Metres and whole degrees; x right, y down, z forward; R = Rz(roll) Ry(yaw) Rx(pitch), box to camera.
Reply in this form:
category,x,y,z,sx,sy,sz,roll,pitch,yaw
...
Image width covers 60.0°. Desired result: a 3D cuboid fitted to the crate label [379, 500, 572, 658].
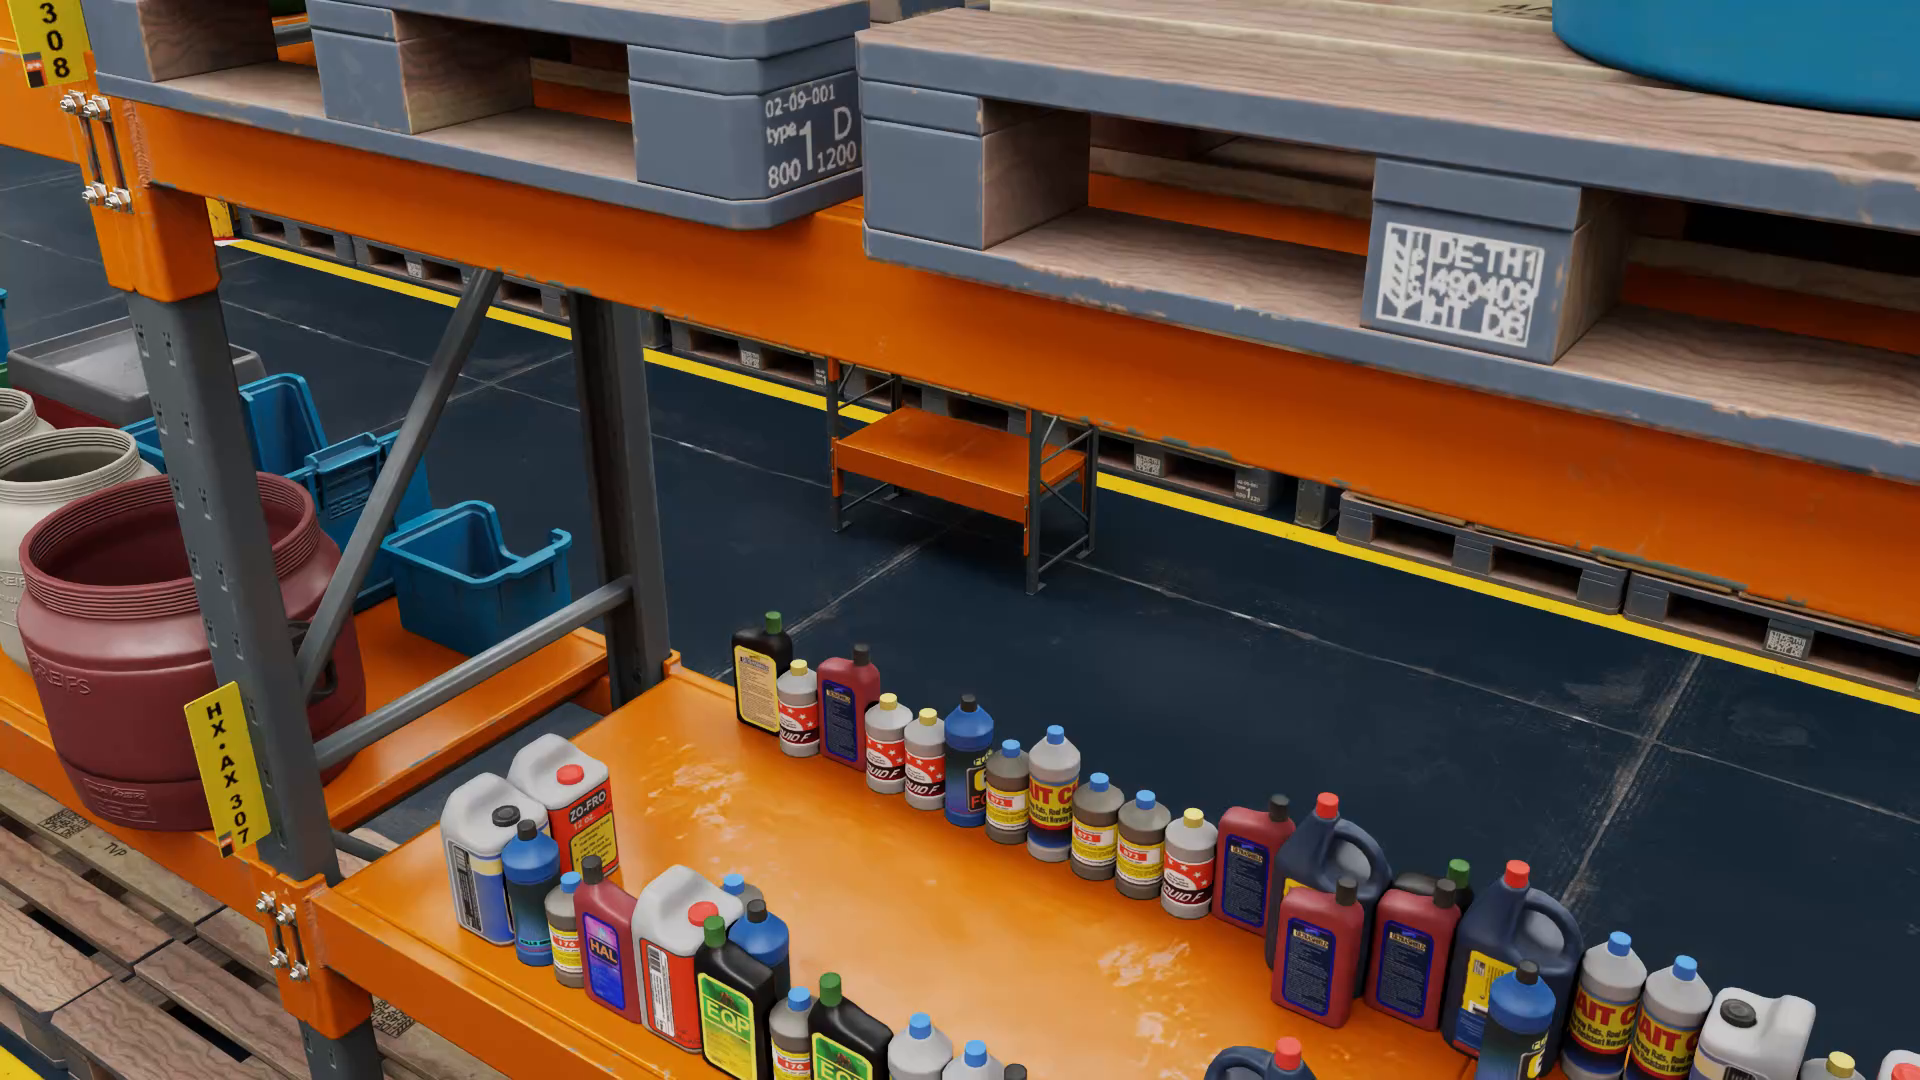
category,x,y,z,sx,sy,sz,roll,pitch,yaw
crate label,-1.128,0.102,3.926,0.416,0.233,0.303,17,32,30

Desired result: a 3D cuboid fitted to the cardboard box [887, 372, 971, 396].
category,x,y,z,sx,sy,sz,roll,pitch,yaw
cardboard box,-0.023,-0.973,8.423,0.500,0.250,0.500,18,32,31

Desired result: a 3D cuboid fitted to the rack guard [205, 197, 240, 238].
category,x,y,z,sx,sy,sz,roll,pitch,yaw
rack guard,-4.800,-2.521,11.653,0.348,0.500,1.175,17,32,30

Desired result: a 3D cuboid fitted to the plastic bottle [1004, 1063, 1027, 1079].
category,x,y,z,sx,sy,sz,roll,pitch,yaw
plastic bottle,0.107,0.874,2.354,0.133,0.283,0.061,17,32,30

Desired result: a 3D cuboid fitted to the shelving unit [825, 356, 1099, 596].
category,x,y,z,sx,sy,sz,roll,pitch,yaw
shelving unit,0.006,-0.500,6.991,1.048,1.125,0.538,17,32,30

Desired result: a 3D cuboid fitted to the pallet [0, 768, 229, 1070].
category,x,y,z,sx,sy,sz,roll,pitch,yaw
pallet,-2.611,0.992,5.068,1.213,0.211,1.003,17,32,30

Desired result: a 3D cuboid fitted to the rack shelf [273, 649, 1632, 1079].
category,x,y,z,sx,sy,sz,roll,pitch,yaw
rack shelf,0.655,1.110,2.554,4.000,0.370,1.077,17,32,30

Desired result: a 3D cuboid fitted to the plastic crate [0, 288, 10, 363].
category,x,y,z,sx,sy,sz,roll,pitch,yaw
plastic crate,-3.205,-0.577,5.094,0.575,0.384,0.392,17,32,30

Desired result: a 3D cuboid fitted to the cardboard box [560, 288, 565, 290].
category,x,y,z,sx,sy,sz,roll,pitch,yaw
cardboard box,-1.989,-1.601,9.657,0.500,0.250,0.500,17,32,30

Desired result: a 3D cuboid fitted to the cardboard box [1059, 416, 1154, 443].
category,x,y,z,sx,sy,sz,roll,pitch,yaw
cardboard box,0.816,-0.711,7.909,0.500,0.250,0.500,17,31,30

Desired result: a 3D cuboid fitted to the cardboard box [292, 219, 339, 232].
category,x,y,z,sx,sy,sz,roll,pitch,yaw
cardboard box,-4.050,-2.243,10.919,0.500,0.250,0.500,17,32,30

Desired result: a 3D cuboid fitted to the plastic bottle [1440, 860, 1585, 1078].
category,x,y,z,sx,sy,sz,roll,pitch,yaw
plastic bottle,0.894,0.674,2.672,0.185,0.351,0.144,17,32,30

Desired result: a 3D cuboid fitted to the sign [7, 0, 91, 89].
category,x,y,z,sx,sy,sz,roll,pitch,yaw
sign,-1.299,-0.807,2.336,0.005,0.325,0.100,17,32,30

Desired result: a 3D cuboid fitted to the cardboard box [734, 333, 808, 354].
category,x,y,z,sx,sy,sz,roll,pitch,yaw
cardboard box,-0.870,-1.236,8.939,0.500,0.250,0.500,18,32,32

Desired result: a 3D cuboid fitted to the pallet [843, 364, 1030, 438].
category,x,y,z,sx,sy,sz,roll,pitch,yaw
pallet,0.156,-0.872,8.730,1.213,0.211,1.003,17,32,30

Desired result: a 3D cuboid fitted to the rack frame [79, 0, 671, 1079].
category,x,y,z,sx,sy,sz,roll,pitch,yaw
rack frame,-0.993,0.276,3.400,0.127,3.000,1.000,17,32,30

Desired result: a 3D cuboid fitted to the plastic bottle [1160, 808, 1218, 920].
category,x,y,z,sx,sy,sz,roll,pitch,yaw
plastic bottle,0.418,0.580,3.023,0.097,0.201,0.097,0,27,0

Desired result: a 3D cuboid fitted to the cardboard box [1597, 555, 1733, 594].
category,x,y,z,sx,sy,sz,roll,pitch,yaw
cardboard box,2.873,-0.170,6.548,0.500,0.500,0.500,17,31,30

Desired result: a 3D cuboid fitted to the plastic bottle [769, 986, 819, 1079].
category,x,y,z,sx,sy,sz,roll,pitch,yaw
plastic bottle,-0.248,0.790,2.610,0.097,0.201,0.097,0,27,0

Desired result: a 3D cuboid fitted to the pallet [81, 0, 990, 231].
category,x,y,z,sx,sy,sz,roll,pitch,yaw
pallet,-0.418,-0.744,2.305,1.213,0.211,1.003,17,32,30

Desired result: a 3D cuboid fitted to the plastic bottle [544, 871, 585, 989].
category,x,y,z,sx,sy,sz,roll,pitch,yaw
plastic bottle,-0.659,0.662,2.862,0.097,0.201,0.097,0,27,0

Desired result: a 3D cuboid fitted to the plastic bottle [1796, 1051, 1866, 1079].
category,x,y,z,sx,sy,sz,roll,pitch,yaw
plastic bottle,1.295,0.853,2.486,0.097,0.201,0.097,0,27,0

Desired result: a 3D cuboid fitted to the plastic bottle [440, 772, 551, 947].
category,x,y,z,sx,sy,sz,roll,pitch,yaw
plastic bottle,-0.820,0.563,2.972,0.135,0.276,0.152,17,32,30

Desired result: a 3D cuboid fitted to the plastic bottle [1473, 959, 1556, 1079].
category,x,y,z,sx,sy,sz,roll,pitch,yaw
plastic bottle,0.861,0.766,2.580,0.097,0.271,0.097,0,27,0

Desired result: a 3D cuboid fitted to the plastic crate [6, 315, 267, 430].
category,x,y,z,sx,sy,sz,roll,pitch,yaw
plastic crate,-2.152,-0.282,4.426,0.583,0.464,0.402,17,32,30

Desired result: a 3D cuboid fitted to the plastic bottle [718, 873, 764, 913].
category,x,y,z,sx,sy,sz,roll,pitch,yaw
plastic bottle,-0.383,0.664,2.857,0.097,0.201,0.097,0,27,0

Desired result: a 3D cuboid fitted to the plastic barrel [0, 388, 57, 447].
category,x,y,z,sx,sy,sz,roll,pitch,yaw
plastic barrel,-2.309,-0.066,3.949,0.421,0.512,0.421,0,27,0

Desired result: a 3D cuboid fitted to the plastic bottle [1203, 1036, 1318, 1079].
category,x,y,z,sx,sy,sz,roll,pitch,yaw
plastic bottle,0.428,0.837,2.352,0.185,0.351,0.144,17,32,30

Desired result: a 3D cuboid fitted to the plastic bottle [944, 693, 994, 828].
category,x,y,z,sx,sy,sz,roll,pitch,yaw
plastic bottle,0.017,0.424,3.252,0.097,0.271,0.097,0,27,0

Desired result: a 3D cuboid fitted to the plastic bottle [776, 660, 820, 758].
category,x,y,z,sx,sy,sz,roll,pitch,yaw
plastic bottle,-0.333,0.346,3.483,0.097,0.201,0.097,0,27,0

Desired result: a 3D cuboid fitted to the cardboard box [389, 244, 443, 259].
category,x,y,z,sx,sy,sz,roll,pitch,yaw
cardboard box,-3.228,-1.984,10.410,0.500,0.250,0.500,17,32,30

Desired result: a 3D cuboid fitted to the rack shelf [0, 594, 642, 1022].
category,x,y,z,sx,sy,sz,roll,pitch,yaw
rack shelf,-2.642,0.083,4.572,4.000,0.370,1.077,17,32,30

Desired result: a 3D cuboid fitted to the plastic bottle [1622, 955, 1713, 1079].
category,x,y,z,sx,sy,sz,roll,pitch,yaw
plastic bottle,1.104,0.762,2.587,0.097,0.271,0.097,0,27,0

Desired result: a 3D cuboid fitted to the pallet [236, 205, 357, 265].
category,x,y,z,sx,sy,sz,roll,pitch,yaw
pallet,-4.126,-2.206,11.351,1.213,0.211,1.003,17,32,30

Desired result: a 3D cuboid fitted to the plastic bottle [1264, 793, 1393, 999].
category,x,y,z,sx,sy,sz,roll,pitch,yaw
plastic bottle,0.631,0.592,2.833,0.185,0.351,0.144,17,32,30

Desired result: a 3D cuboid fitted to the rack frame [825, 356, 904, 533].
category,x,y,z,sx,sy,sz,roll,pitch,yaw
rack frame,-0.413,-0.630,7.248,0.032,1.125,0.500,17,32,30

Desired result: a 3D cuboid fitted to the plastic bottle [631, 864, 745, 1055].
category,x,y,z,sx,sy,sz,roll,pitch,yaw
plastic bottle,-0.438,0.682,2.739,0.135,0.276,0.152,17,32,30

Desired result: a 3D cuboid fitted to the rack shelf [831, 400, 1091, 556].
category,x,y,z,sx,sy,sz,roll,pitch,yaw
rack shelf,0.006,-0.282,7.102,1.000,0.278,0.538,17,32,30

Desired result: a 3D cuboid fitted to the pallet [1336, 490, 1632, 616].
category,x,y,z,sx,sy,sz,roll,pitch,yaw
pallet,2.408,-0.126,7.265,1.213,0.211,1.003,17,32,30

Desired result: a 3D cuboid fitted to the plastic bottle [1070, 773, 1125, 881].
category,x,y,z,sx,sy,sz,roll,pitch,yaw
plastic bottle,0.258,0.530,3.121,0.097,0.201,0.097,0,27,0

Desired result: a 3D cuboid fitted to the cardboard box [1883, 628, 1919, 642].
category,x,y,z,sx,sy,sz,roll,pitch,yaw
cardboard box,3.727,0.092,6.033,0.500,0.500,0.500,18,32,31

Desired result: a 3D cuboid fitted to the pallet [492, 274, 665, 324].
category,x,y,z,sx,sy,sz,roll,pitch,yaw
pallet,-2.115,-1.579,10.120,1.213,0.211,1.003,17,32,30

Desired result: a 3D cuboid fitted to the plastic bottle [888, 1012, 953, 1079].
category,x,y,z,sx,sy,sz,roll,pitch,yaw
plastic bottle,-0.058,0.818,2.478,0.097,0.271,0.097,0,27,0

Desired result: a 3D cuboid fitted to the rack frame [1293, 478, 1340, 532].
category,x,y,z,sx,sy,sz,roll,pitch,yaw
rack frame,1.814,-1.575,7.037,0.127,3.000,1.000,17,32,30

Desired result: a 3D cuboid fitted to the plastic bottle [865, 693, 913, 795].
category,x,y,z,sx,sy,sz,roll,pitch,yaw
plastic bottle,-0.143,0.405,3.366,0.097,0.201,0.097,0,27,0

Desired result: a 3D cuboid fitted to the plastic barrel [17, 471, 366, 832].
category,x,y,z,sx,sy,sz,roll,pitch,yaw
plastic barrel,-1.547,0.210,3.381,0.708,0.536,0.600,17,32,30

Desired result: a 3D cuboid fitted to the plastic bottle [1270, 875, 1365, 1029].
category,x,y,z,sx,sy,sz,roll,pitch,yaw
plastic bottle,0.595,0.667,2.760,0.133,0.283,0.061,17,32,30

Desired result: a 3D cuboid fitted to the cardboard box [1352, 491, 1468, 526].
category,x,y,z,sx,sy,sz,roll,pitch,yaw
cardboard box,2.028,-0.433,7.065,0.500,0.500,0.500,19,32,32
